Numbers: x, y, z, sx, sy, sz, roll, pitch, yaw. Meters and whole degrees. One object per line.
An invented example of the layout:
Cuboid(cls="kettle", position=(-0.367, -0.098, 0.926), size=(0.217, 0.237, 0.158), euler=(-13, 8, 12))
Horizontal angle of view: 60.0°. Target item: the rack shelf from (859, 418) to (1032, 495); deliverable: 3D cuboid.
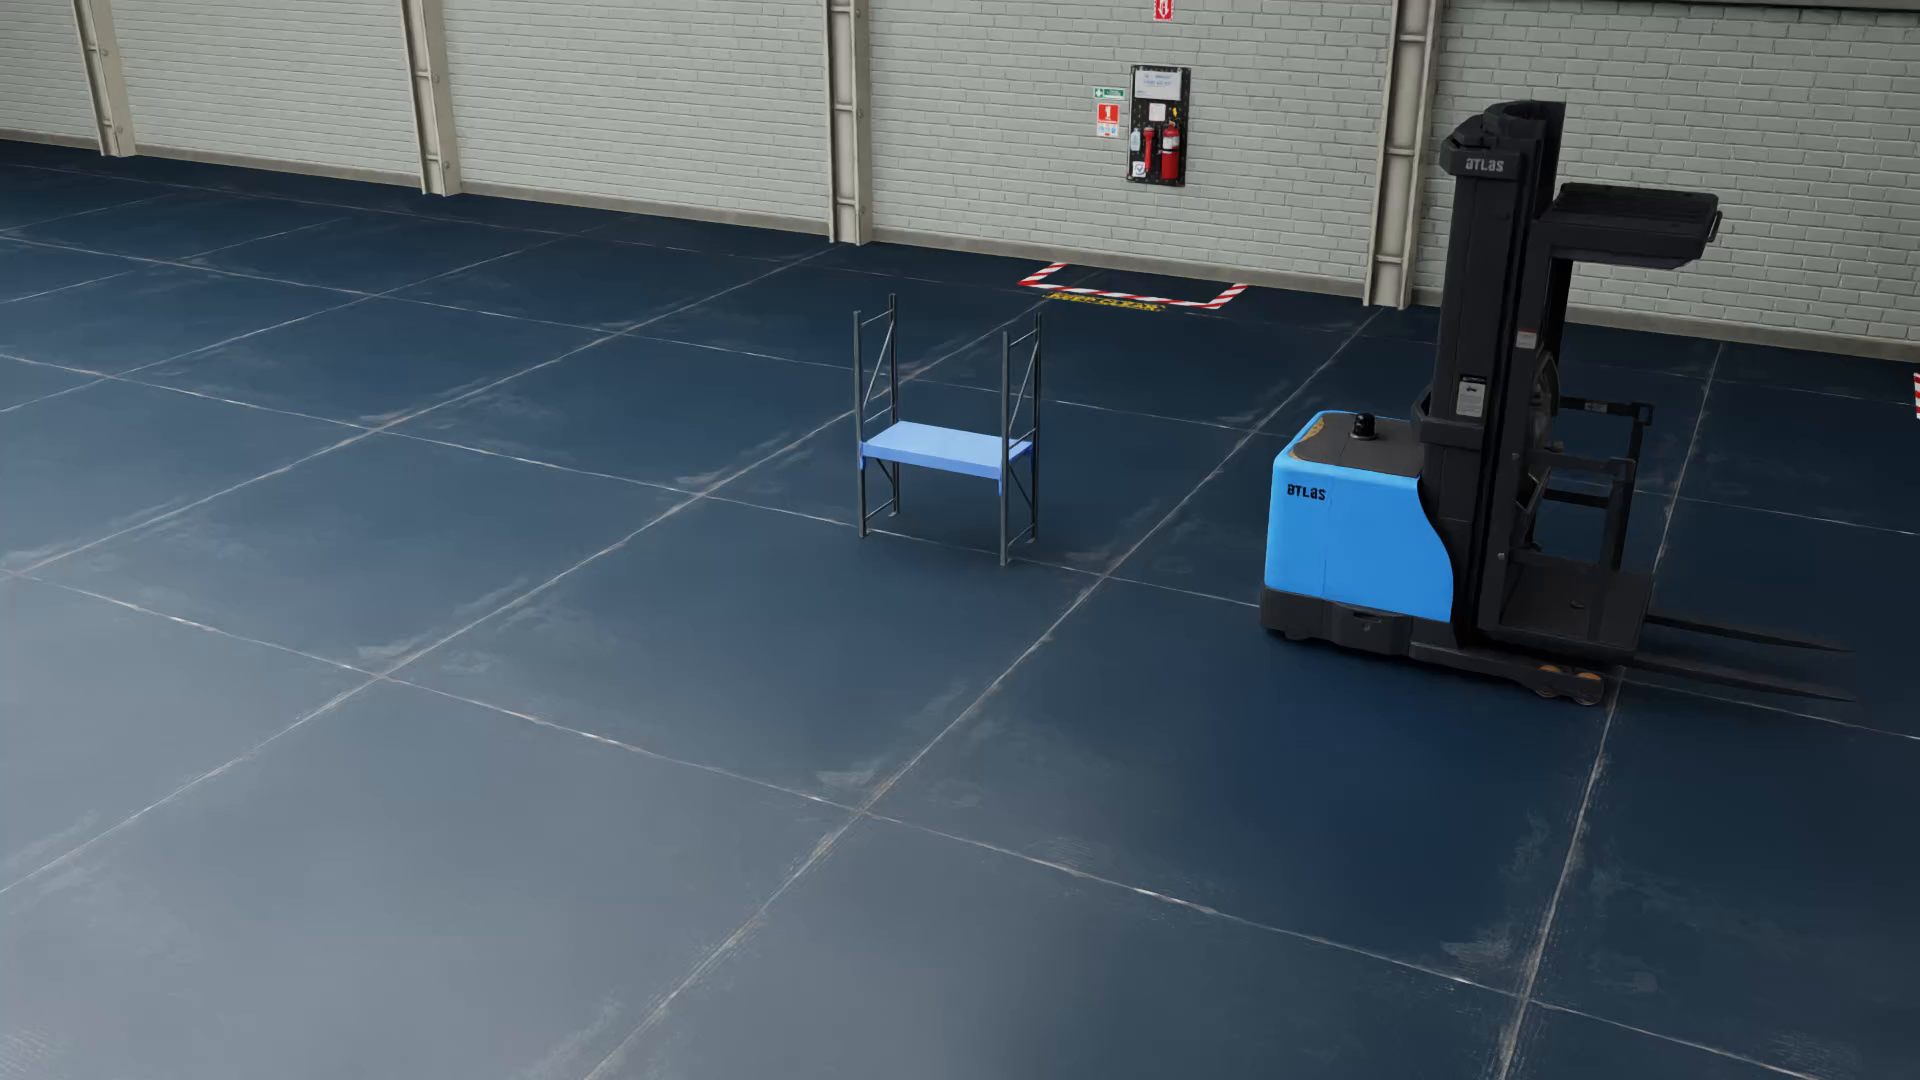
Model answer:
Cuboid(cls="rack shelf", position=(-0.076, -0.540, 10.562), size=(1.000, 0.185, 0.538), euler=(11, 25, 25))

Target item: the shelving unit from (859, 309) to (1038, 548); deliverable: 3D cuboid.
Cuboid(cls="shelving unit", position=(-0.076, -0.705, 10.492), size=(1.030, 1.308, 0.538), euler=(11, 25, 25))

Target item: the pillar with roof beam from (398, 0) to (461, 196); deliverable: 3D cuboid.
Cuboid(cls="pillar with roof beam", position=(-8.512, -7.044, 15.816), size=(0.400, 9.000, 9.100), euler=(11, 25, 25))

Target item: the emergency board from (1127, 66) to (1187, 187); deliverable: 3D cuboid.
Cuboid(cls="emergency board", position=(1.954, -4.117, 16.598), size=(0.636, 1.158, 0.192), euler=(11, 25, 25))

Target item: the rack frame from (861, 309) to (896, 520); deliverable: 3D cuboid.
Cuboid(cls="rack frame", position=(-0.531, -0.794, 10.702), size=(0.013, 1.308, 0.475), euler=(11, 25, 25))

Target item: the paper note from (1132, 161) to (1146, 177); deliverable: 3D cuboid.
Cuboid(cls="paper note", position=(1.825, -3.768, 16.903), size=(0.142, 0.148, 0.016), euler=(11, 25, 25))

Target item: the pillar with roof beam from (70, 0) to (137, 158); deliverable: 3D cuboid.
Cuboid(cls="pillar with roof beam", position=(-13.866, -8.104, 18.307), size=(0.400, 9.000, 9.100), euler=(11, 25, 25))

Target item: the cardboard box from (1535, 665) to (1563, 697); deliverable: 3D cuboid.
Cuboid(cls="cardboard box", position=(3.114, 0.746, 8.796), size=(0.157, 0.156, 0.126), euler=(11, 25, 24))

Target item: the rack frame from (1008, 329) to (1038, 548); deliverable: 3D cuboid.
Cuboid(cls="rack frame", position=(0.377, -0.615, 10.279), size=(0.013, 1.308, 0.475), euler=(11, 25, 25))

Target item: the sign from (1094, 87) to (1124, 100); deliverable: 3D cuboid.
Cuboid(cls="sign", position=(1.505, -4.508, 16.795), size=(0.331, 0.109, 0.001), euler=(11, 25, 25))

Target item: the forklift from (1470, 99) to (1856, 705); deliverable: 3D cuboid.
Cuboid(cls="forklift", position=(3.255, -0.719, 8.696), size=(3.031, 2.935, 1.121), euler=(11, 25, 24))

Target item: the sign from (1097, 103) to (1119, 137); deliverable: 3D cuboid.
Cuboid(cls="sign", position=(1.504, -4.268, 16.908), size=(0.234, 0.329, 0.001), euler=(11, 25, 25))
